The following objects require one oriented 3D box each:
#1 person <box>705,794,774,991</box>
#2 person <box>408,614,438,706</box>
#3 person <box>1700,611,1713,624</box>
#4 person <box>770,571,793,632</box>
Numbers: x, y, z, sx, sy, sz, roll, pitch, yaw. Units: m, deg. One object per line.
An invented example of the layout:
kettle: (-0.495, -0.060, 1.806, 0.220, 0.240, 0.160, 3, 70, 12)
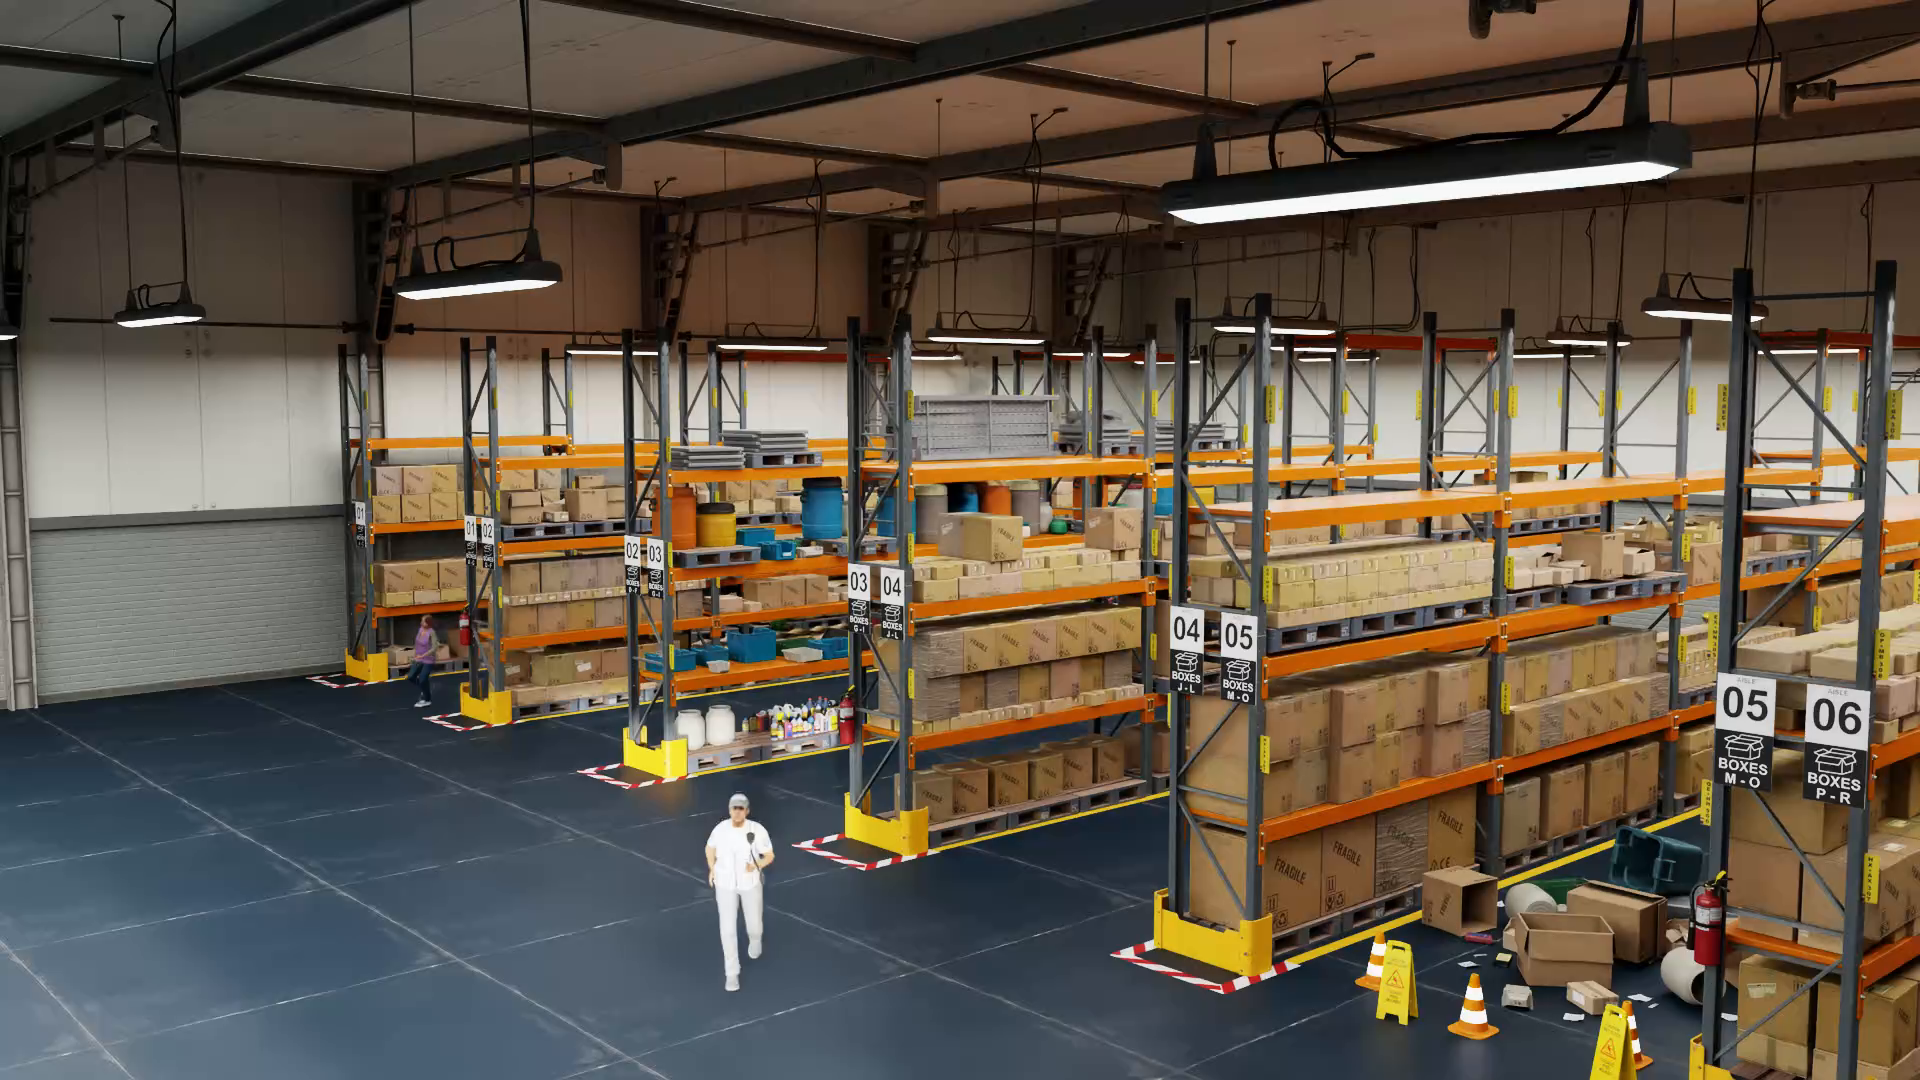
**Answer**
person: (-1.943, 3.039, 14.630, 0.621, 1.636, 0.842, 0, 5, -2)
person: (-8.718, 1.973, 27.109, 0.567, 1.539, 0.493, 3, 6, 30)
person: (11.571, 1.973, 25.859, 0.688, 1.755, 0.679, -4, 6, -36)
person: (-3.526, 1.329, 33.098, 0.666, 1.751, 0.596, 5, 7, 45)
